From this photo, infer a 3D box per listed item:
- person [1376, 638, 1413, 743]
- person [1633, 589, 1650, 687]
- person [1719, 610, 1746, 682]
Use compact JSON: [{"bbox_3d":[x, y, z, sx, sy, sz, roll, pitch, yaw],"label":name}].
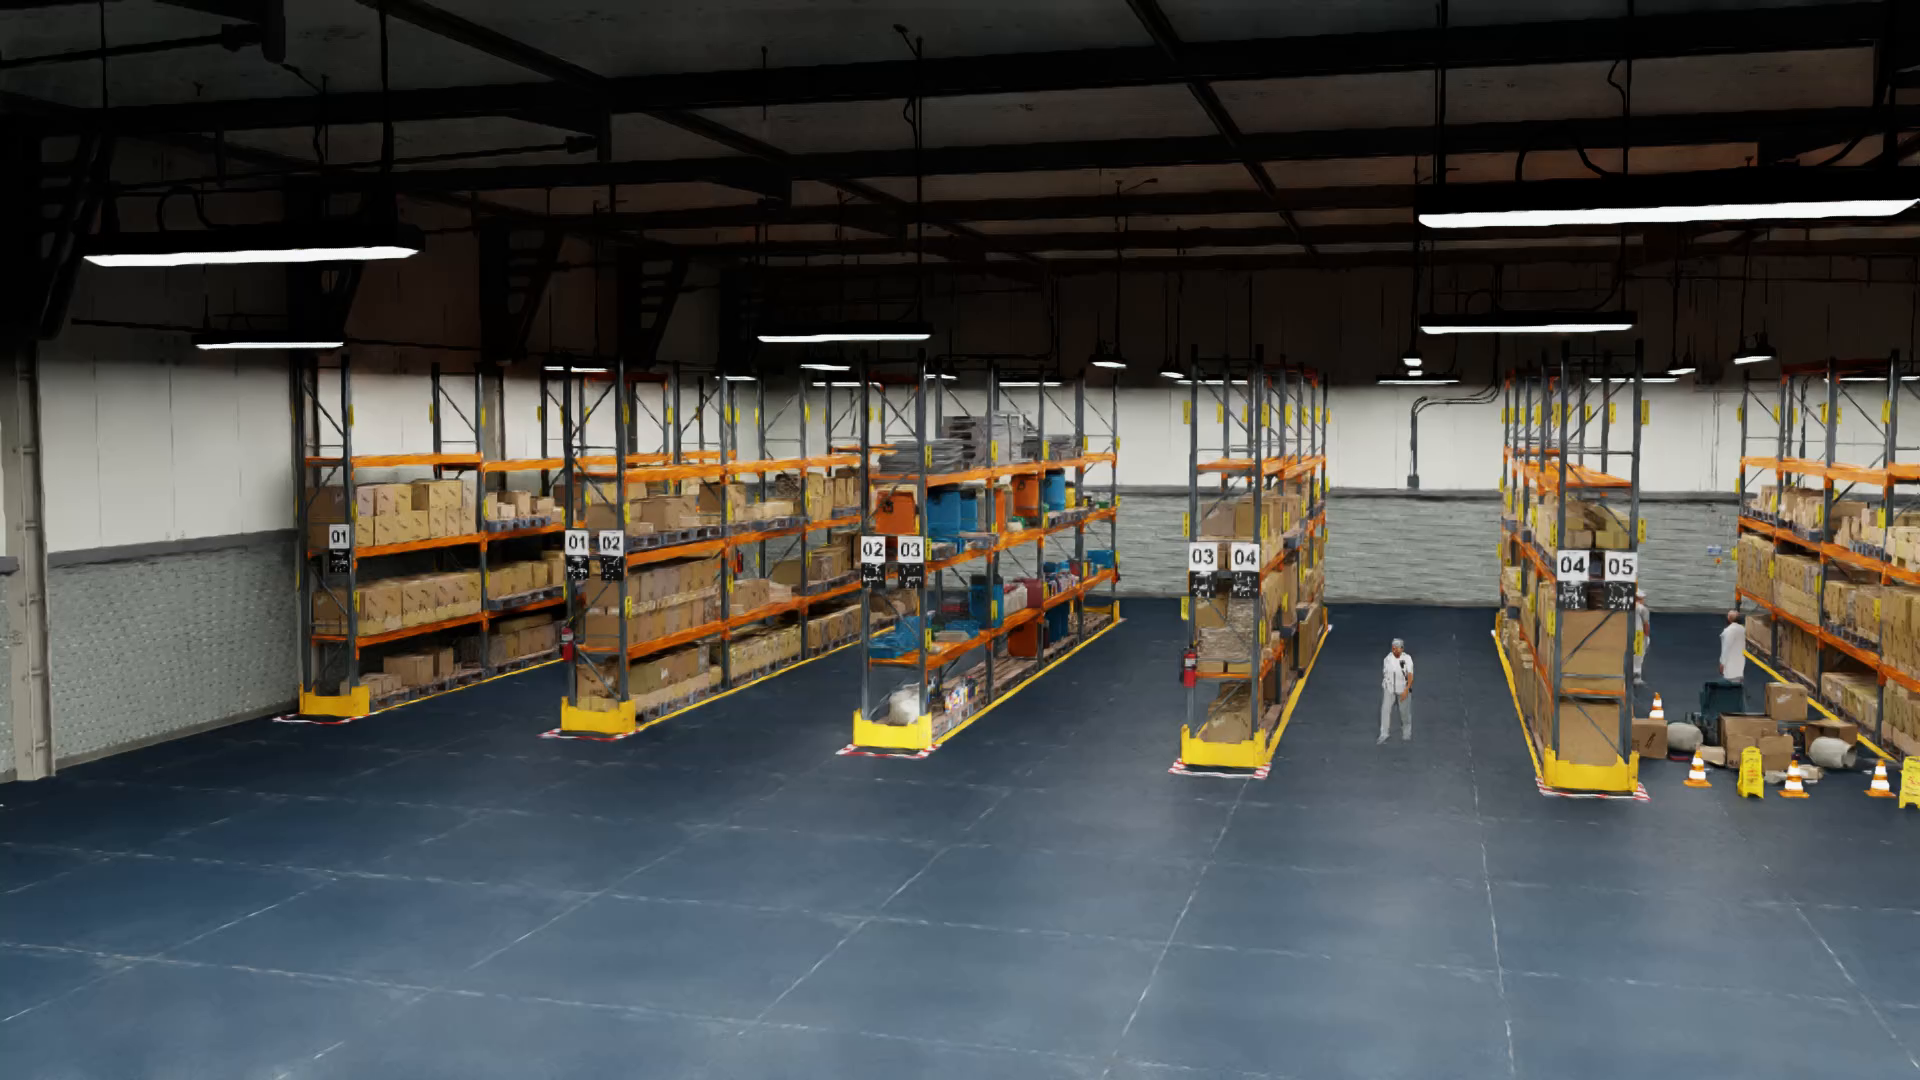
[{"bbox_3d":[6.684,2.287,25.397,0.476,1.598,1.003,2,5,25],"label":"person"},{"bbox_3d":[12.533,1.792,30.671,0.442,1.792,0.606,-1,4,-16],"label":"person"},{"bbox_3d":[12.734,2.034,27.517,0.623,1.772,0.679,4,6,43],"label":"person"}]
